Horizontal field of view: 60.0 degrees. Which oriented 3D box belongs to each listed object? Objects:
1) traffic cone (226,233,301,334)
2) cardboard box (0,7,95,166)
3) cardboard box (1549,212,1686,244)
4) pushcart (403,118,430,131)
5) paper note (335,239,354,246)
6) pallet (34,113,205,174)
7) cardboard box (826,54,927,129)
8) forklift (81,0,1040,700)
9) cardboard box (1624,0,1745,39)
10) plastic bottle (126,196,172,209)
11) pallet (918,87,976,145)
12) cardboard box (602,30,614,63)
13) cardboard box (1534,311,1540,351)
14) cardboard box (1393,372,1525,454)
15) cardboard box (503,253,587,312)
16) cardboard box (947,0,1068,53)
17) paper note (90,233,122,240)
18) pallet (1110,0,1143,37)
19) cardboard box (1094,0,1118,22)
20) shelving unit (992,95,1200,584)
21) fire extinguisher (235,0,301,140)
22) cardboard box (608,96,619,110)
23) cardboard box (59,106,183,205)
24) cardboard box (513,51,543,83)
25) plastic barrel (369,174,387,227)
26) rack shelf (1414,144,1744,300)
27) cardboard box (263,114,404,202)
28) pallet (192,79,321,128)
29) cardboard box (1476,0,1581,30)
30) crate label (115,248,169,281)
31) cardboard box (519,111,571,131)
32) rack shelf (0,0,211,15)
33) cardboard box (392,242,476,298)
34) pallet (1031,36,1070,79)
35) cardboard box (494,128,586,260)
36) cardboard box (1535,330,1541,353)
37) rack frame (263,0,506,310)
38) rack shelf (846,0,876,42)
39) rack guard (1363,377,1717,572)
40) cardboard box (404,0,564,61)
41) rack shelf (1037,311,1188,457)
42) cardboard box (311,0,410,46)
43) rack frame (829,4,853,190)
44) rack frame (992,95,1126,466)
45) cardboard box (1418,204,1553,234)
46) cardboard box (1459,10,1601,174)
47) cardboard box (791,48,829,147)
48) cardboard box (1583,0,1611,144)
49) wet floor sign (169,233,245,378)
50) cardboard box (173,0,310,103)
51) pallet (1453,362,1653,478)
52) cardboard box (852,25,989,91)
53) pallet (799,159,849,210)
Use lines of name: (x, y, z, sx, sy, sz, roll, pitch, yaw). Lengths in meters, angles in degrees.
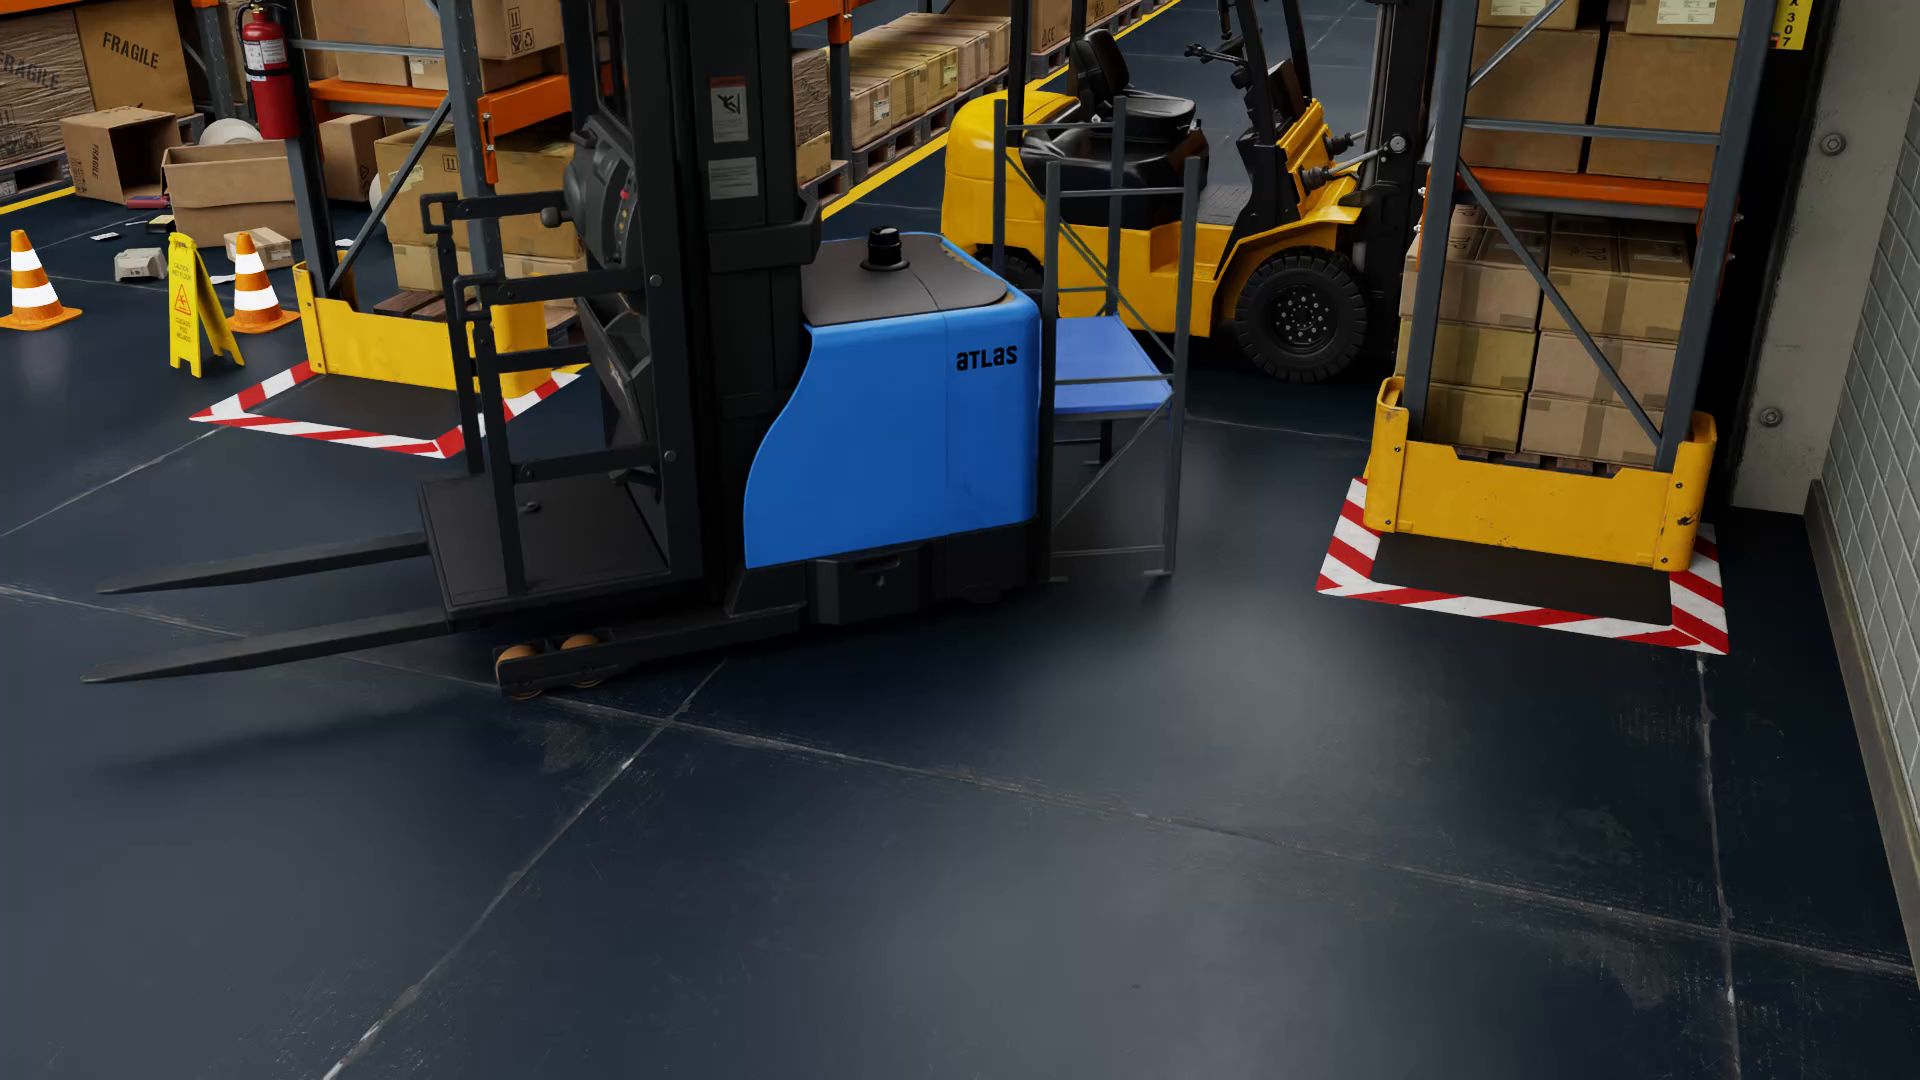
traffic cone: (-3.609, -1.332, 8.470, 0.336, 0.463, 0.334, 9, 27, 17)
cardboard box: (-6.478, -3.043, 11.050, 0.875, 0.875, 0.875, 9, 27, 18)
cardboard box: (2.648, -1.169, 6.748, 0.500, 0.250, 0.500, 9, 27, 18)
pushcart: (-3.371, -2.883, 11.772, 1.648, 0.377, 0.936, 0, 26, -1)
paper note: (-3.674, -1.773, 9.890, 0.148, 0.019, 0.142, 20, 32, 35)
pallet: (-6.233, -2.874, 11.943, 1.003, 0.211, 1.213, 9, 27, 17)
cardboard box: (-0.796, -3.272, 12.099, 0.950, 0.372, 0.625, 11, 28, 21)
forklift: (-1.294, -1.080, 5.116, 3.031, 2.935, 1.130, -10, 27, -19)
cardboard box: (2.504, -1.830, 5.729, 0.380, 0.149, 0.250, 8, 27, 16)
plastic bottle: (-5.163, -2.161, 10.643, 0.283, 0.061, 0.133, 0, 26, -1)
pallet: (-0.543, -3.322, 12.868, 1.003, 0.211, 1.213, 9, 27, 17)
cardboard box: (-1.864, -2.407, 8.068, 0.380, 0.149, 0.250, 9, 27, 18)
cardboard box: (2.191, -1.018, 7.010, 0.500, 0.250, 0.500, 8, 27, 17)
cardboard box: (2.005, -0.582, 6.683, 0.500, 0.250, 0.500, 9, 27, 18)
cardboard box: (-2.006, -1.353, 8.275, 0.500, 0.250, 0.500, 9, 27, 17)
cardboard box: (0.435, -4.902, 14.888, 0.875, 0.875, 0.875, 8, 27, 17)
paper note: (-5.128, -1.830, 9.997, 0.144, 0.017, 0.142, 20, 32, 35)
pallet: (1.272, -5.458, 17.281, 1.003, 0.211, 1.213, 9, 27, 17)
cardboard box: (1.033, -5.635, 16.403, 0.875, 0.875, 0.875, 10, 27, 19)
shelving unit: (0.450, -0.761, 6.100, 0.538, 1.500, 1.048, -4, 26, -7)
fire extinguisher: (-3.008, -2.095, 7.223, 0.296, 0.674, 0.183, 9, 27, 17)
cardboard box: (-1.655, -2.120, 9.000, 0.500, 0.500, 0.500, 9, 27, 18)
cardboard box: (-5.455, -2.519, 10.877, 0.500, 0.500, 0.500, 14, 29, 26)
cardboard box: (-2.157, -2.212, 7.665, 0.380, 0.149, 0.250, 9, 27, 18)
plastic barrel: (-3.276, -2.019, 9.933, 0.421, 0.421, 0.512, -14, 29, -27)
rack shelf: (2.812, -1.890, 7.536, 1.077, 0.370, 4.000, 9, 27, 17)
cardboard box: (-4.035, -2.522, 10.725, 0.797, 0.637, 0.503, 9, 27, 17)
pallet: (-5.720, -3.503, 13.242, 1.003, 0.211, 1.213, 9, 27, 17)
cardboard box: (1.997, -1.912, 5.897, 0.380, 0.149, 0.250, 9, 27, 18)
crate label: (-4.566, -1.538, 9.270, 0.250, 0.136, 0.298, -5, 26, -9)
cardboard box: (-2.345, -1.981, 8.712, 0.500, 0.500, 0.500, 10, 28, 19)
rack shelf: (-6.572, -3.284, 10.417, 1.077, 0.370, 4.000, 9, 27, 17)
cardboard box: (-2.512, -1.442, 8.460, 0.500, 0.250, 0.500, 9, 27, 17)
pallet: (0.460, -4.455, 15.210, 1.003, 0.211, 1.213, 9, 27, 17)
cardboard box: (-1.999, -1.700, 8.132, 0.500, 0.500, 0.500, 8, 27, 16)
cardboard box: (2.655, -0.939, 6.847, 0.500, 0.250, 0.500, 8, 27, 17)
rack frame: (-2.536, -2.110, 7.165, 1.000, 3.000, 0.127, 9, 27, 17)
rack shelf: (-0.539, -4.252, 12.415, 1.077, 0.370, 4.000, 9, 27, 17)
rack guard: (2.138, -0.257, 6.206, 1.175, 0.500, 0.348, 9, 27, 17)
cardboard box: (-2.117, -2.443, 7.398, 0.500, 0.500, 0.500, 8, 27, 17)
rack shelf: (0.450, -0.599, 6.178, 0.538, 0.185, 1.000, -4, 26, -7)
cardboard box: (-2.615, -2.552, 7.622, 0.500, 0.500, 0.500, 8, 27, 17)
rack frame: (-1.205, -3.754, 10.561, 1.000, 3.000, 0.127, 9, 27, 17)
rack frame: (0.376, -0.980, 6.553, 0.500, 1.500, 0.032, -4, 26, -7)
cardboard box: (2.170, -1.238, 6.891, 0.500, 0.250, 0.500, 9, 27, 18)
cardboard box: (2.062, -1.677, 6.157, 0.500, 0.500, 0.500, 8, 27, 16)
cardboard box: (-1.148, -2.761, 10.322, 0.500, 0.500, 0.500, 8, 27, 17)
cardboard box: (2.725, -1.817, 6.446, 0.500, 0.500, 0.500, 10, 27, 19)
wet floor sign: (-3.608, -1.127, 7.838, 0.267, 0.644, 0.232, 20, 32, 35)
cardboard box: (-5.784, -3.875, 12.910, 1.050, 0.750, 0.750, 9, 27, 17)
pallet: (2.361, -0.457, 6.951, 1.003, 0.211, 1.213, 9, 27, 17)
cardboard box: (-0.309, -3.869, 13.331, 0.950, 0.372, 0.625, 8, 27, 16)
pallet: (-1.395, -2.217, 10.588, 1.003, 0.211, 1.213, 9, 27, 17)
